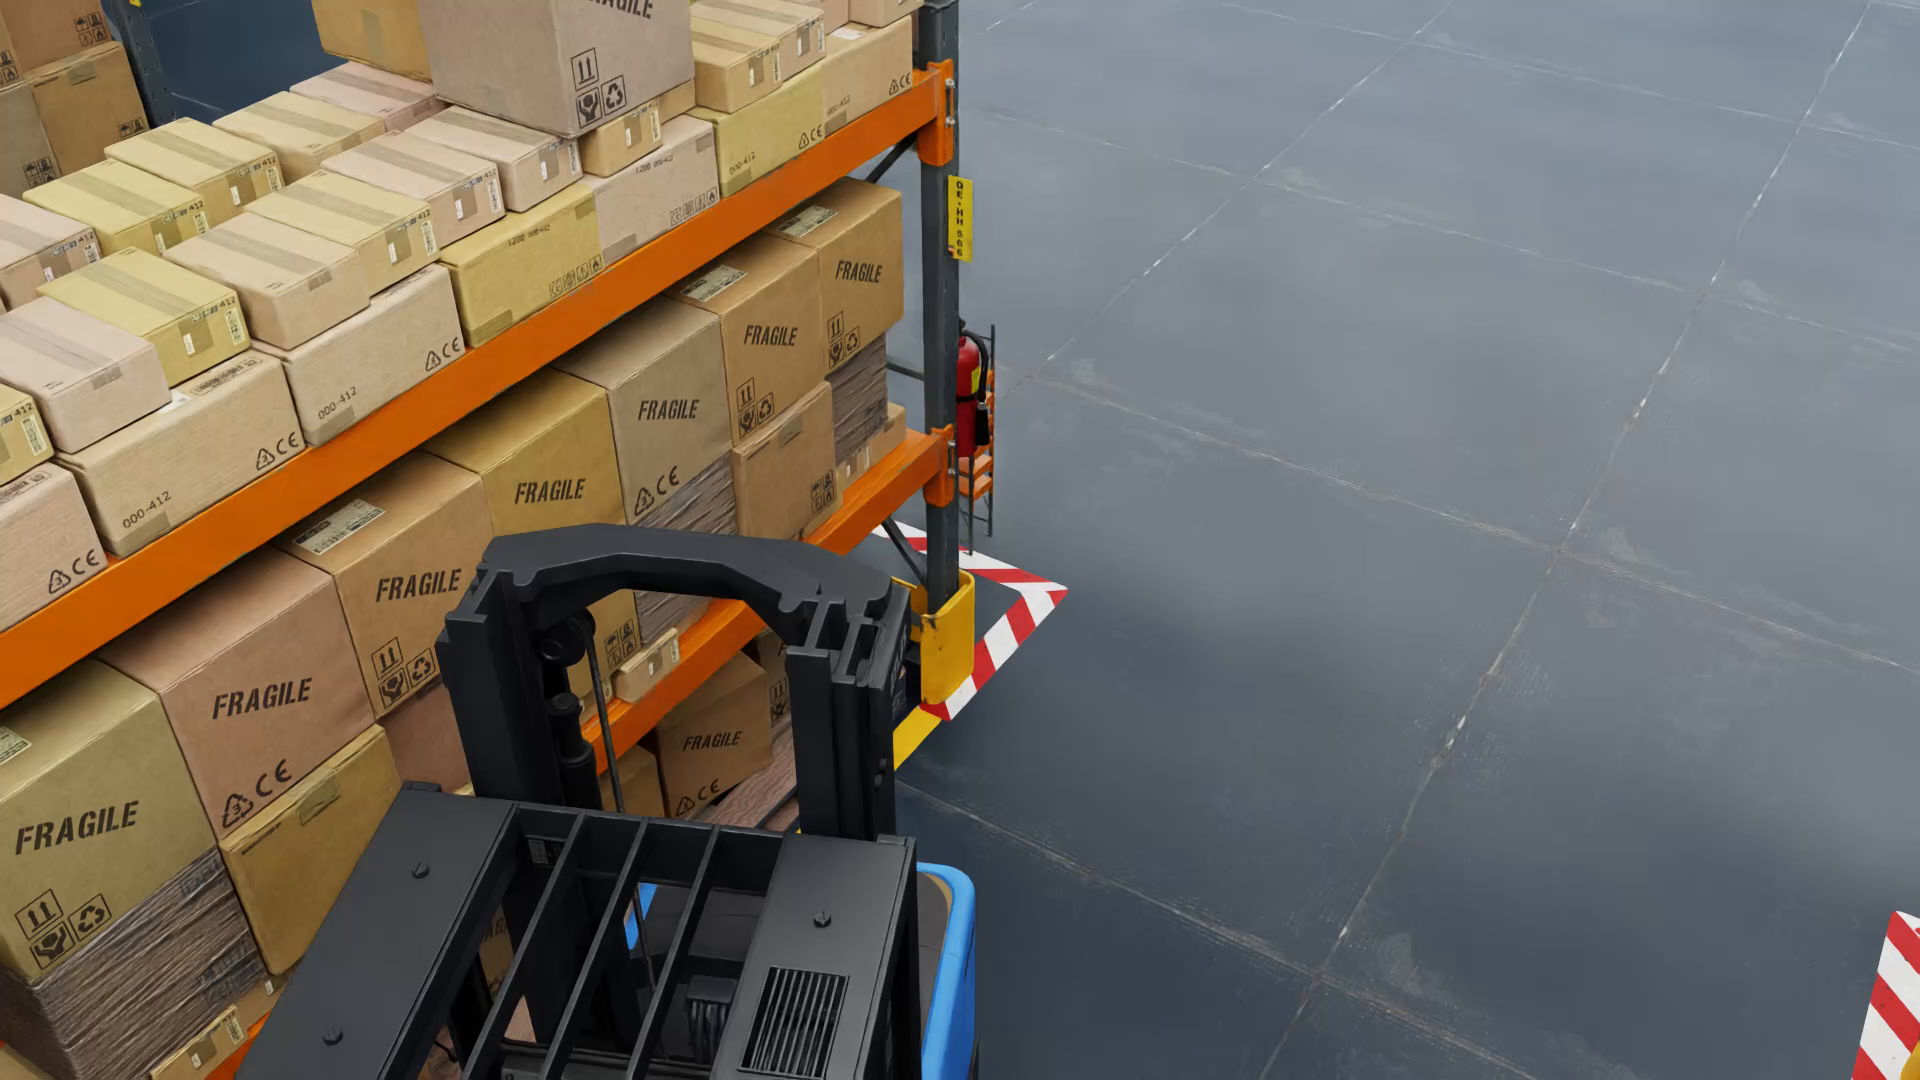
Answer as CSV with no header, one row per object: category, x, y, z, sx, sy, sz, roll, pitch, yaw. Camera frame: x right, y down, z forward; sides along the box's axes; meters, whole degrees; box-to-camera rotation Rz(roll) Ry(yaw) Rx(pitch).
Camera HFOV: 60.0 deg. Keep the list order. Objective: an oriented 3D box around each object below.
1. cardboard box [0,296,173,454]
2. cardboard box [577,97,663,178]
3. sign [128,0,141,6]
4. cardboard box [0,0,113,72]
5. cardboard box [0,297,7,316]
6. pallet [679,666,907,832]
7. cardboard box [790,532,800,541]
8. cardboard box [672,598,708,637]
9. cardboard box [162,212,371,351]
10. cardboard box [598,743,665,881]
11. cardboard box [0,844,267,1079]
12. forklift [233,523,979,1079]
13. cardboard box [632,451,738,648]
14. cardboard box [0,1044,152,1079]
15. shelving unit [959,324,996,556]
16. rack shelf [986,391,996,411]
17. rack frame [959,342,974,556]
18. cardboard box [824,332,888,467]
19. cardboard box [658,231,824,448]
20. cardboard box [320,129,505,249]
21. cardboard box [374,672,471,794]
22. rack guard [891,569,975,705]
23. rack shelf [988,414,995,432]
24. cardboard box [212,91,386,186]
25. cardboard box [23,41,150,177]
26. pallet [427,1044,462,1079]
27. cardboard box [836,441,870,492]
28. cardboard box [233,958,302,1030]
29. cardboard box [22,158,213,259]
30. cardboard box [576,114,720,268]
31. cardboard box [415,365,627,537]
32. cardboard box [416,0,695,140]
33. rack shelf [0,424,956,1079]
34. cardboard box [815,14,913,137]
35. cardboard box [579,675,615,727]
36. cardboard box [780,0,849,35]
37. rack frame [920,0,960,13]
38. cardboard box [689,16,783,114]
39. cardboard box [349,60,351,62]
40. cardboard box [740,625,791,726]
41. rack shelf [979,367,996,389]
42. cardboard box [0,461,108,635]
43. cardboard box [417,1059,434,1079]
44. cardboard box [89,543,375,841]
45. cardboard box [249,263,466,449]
cardboard box,-1.917,-0.356,3.534,0.380,0.149,0.250,21,43,25
cardboard box,-1.046,-1.145,4.557,0.380,0.149,0.250,19,42,23
sign,-4.140,-2.814,8.241,0.100,0.325,0.005,21,42,25
cardboard box,-4.822,-2.755,8.299,0.875,0.550,0.550,21,42,25
cardboard box,-2.388,-0.524,3.752,0.380,0.149,0.250,19,42,23
pallet,-0.963,0.779,7.006,1.003,0.211,1.213,21,42,25
cardboard box,-0.807,-0.060,6.016,0.380,0.149,0.250,21,42,25
cardboard box,-1.091,0.192,5.690,0.380,0.149,0.250,21,42,25
cardboard box,-1.606,-0.605,3.857,0.380,0.149,0.250,20,42,24
cardboard box,-1.448,1.004,6.134,0.500,0.500,0.500,25,44,29
cardboard box,-2.307,0.921,4.213,0.875,0.500,0.500,21,42,25
forklift,-0.668,1.546,3.784,1.130,2.935,3.031,5,38,7
cardboard box,-1.246,-0.114,5.555,0.875,0.500,0.500,21,42,25
cardboard box,-2.231,1.377,4.152,0.380,0.149,0.250,21,42,25
shelving unit,0.008,-0.483,7.833,0.258,1.200,0.189,21,42,25
rack shelf,0.008,-0.638,7.714,0.258,0.103,0.180,21,42,25
rack frame,-0.041,-0.436,7.772,0.240,1.200,0.006,21,42,25
cardboard box,-0.775,-0.655,6.257,0.875,0.500,0.500,21,42,25
cardboard box,-0.806,-0.701,5.498,0.500,0.500,0.500,21,42,25
cardboard box,-1.390,-0.892,4.229,0.380,0.149,0.250,22,43,26
cardboard box,-1.826,0.384,4.909,0.875,0.500,0.500,21,42,25
rack guard,-0.498,0.257,7.447,1.175,0.500,0.348,21,42,25
rack shelf,0.008,-0.543,7.787,0.258,0.103,0.180,21,42,25
cardboard box,-1.749,-1.050,4.434,0.380,0.149,0.250,20,42,24
cardboard box,-4.752,-2.300,8.593,0.875,0.550,0.550,21,42,25
pallet,-2.270,2.037,5.375,1.003,0.211,1.213,21,42,25
cardboard box,-0.570,-0.329,6.366,0.380,0.149,0.250,21,42,25
cardboard box,-1.975,1.114,4.493,0.380,0.149,0.250,21,42,25
cardboard box,-2.062,-0.784,4.089,0.380,0.149,0.250,23,43,27
cardboard box,-1.048,-1.049,4.760,0.500,0.250,0.500,22,43,26
cardboard box,-1.351,-0.189,4.834,0.500,0.500,0.500,21,42,25
cardboard box,-1.074,-1.434,4.401,0.500,0.500,0.500,21,42,25
rack shelf,-1.529,0.544,5.616,1.077,0.370,4.000,21,42,25
cardboard box,-0.501,-1.569,5.434,0.500,0.250,0.500,22,43,26
cardboard box,-1.343,0.456,5.347,0.380,0.149,0.250,21,42,25
cardboard box,-0.581,-1.718,5.300,0.380,0.149,0.250,20,42,24
rack frame,-0.457,-3.148,4.903,1.000,3.000,0.127,21,42,25
cardboard box,-0.749,-1.403,4.893,0.380,0.149,0.250,21,43,25
cardboard box,-1.525,-1.333,4.801,0.380,0.149,0.250,19,42,23
cardboard box,-0.806,0.368,6.959,0.500,0.500,0.500,30,47,33
rack shelf,0.008,-0.733,7.640,0.258,0.103,0.180,21,42,25
cardboard box,-2.143,0.013,3.382,0.500,0.250,0.500,20,42,23
cardboard box,-2.052,1.623,5.331,0.500,0.500,0.500,-26,45,-30
cardboard box,-1.878,0.329,4.161,0.500,0.500,0.500,21,42,25
cardboard box,-1.588,-0.514,4.065,0.500,0.250,0.500,19,42,23
